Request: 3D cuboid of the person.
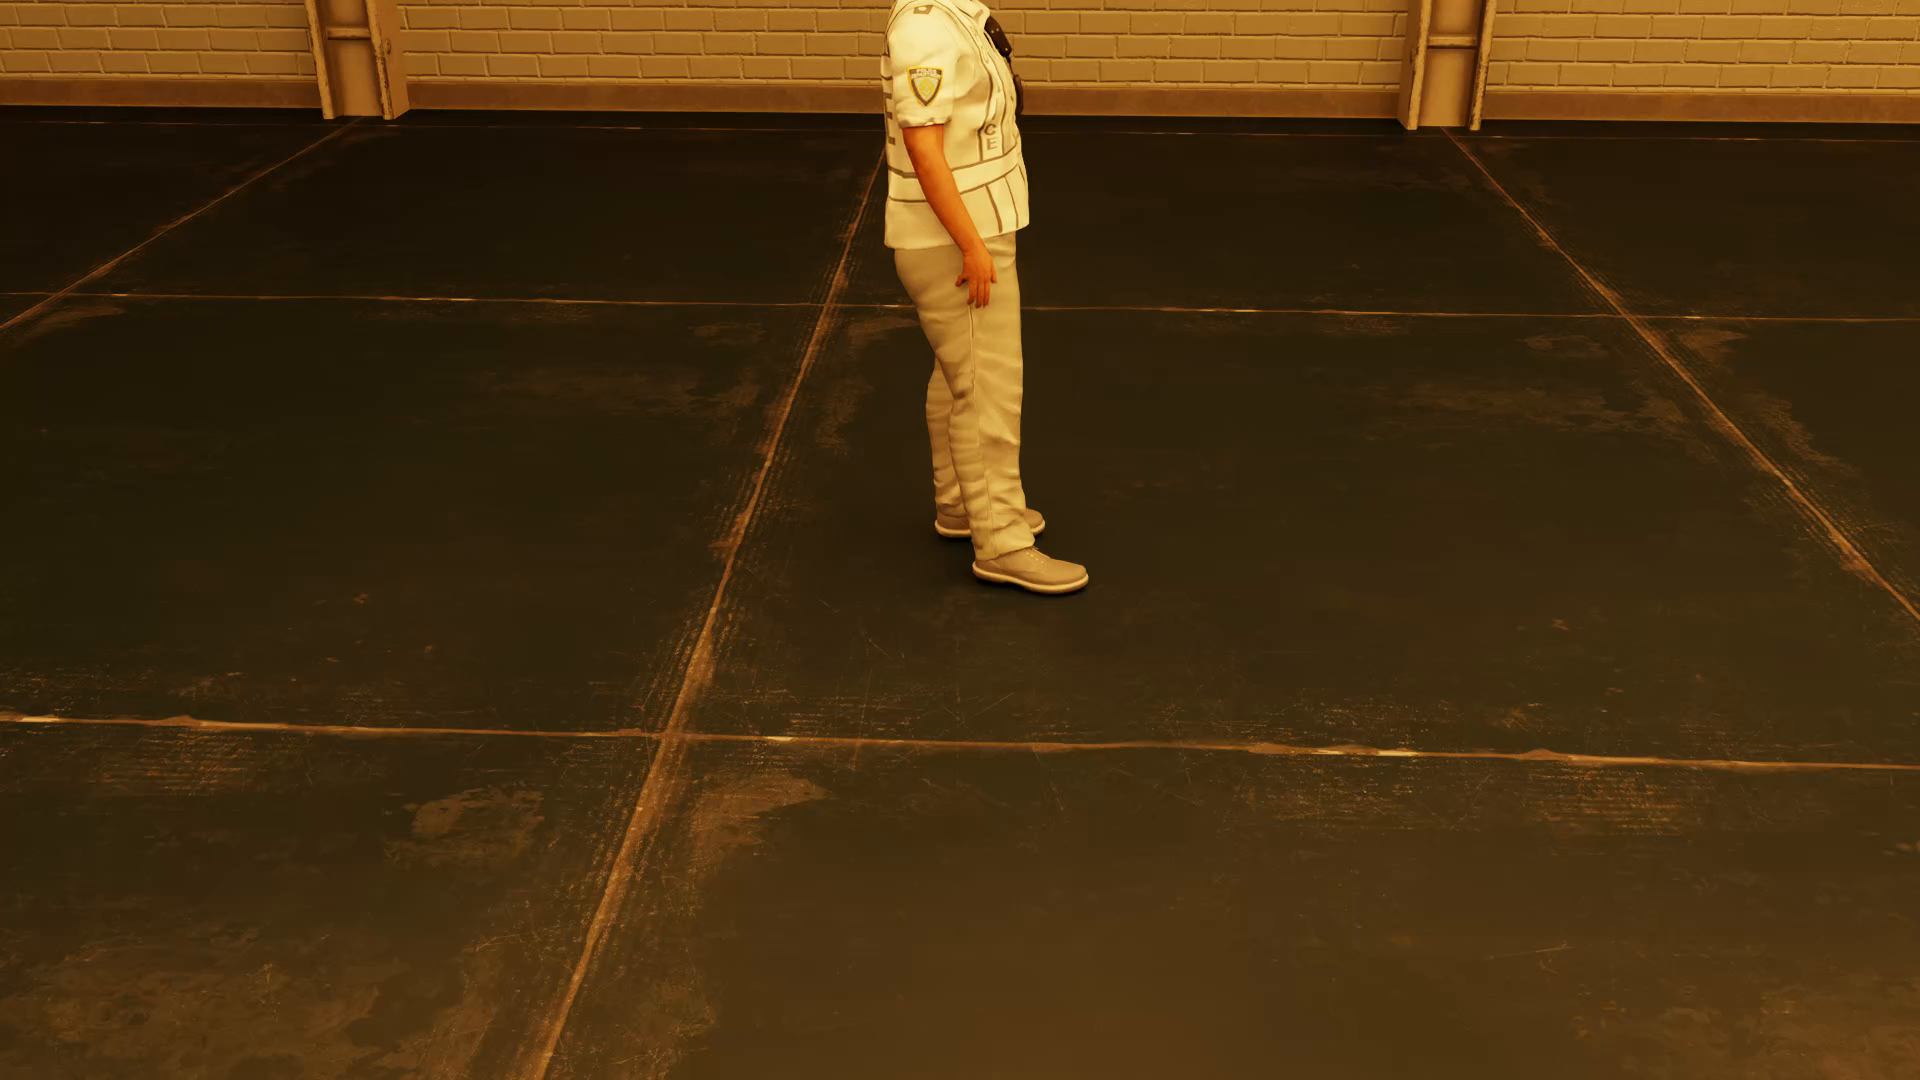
[{"bbox_3d":[0.075,-0.743,4.126,0.529,1.670,0.598,1,26,2],"label":"person"}]
